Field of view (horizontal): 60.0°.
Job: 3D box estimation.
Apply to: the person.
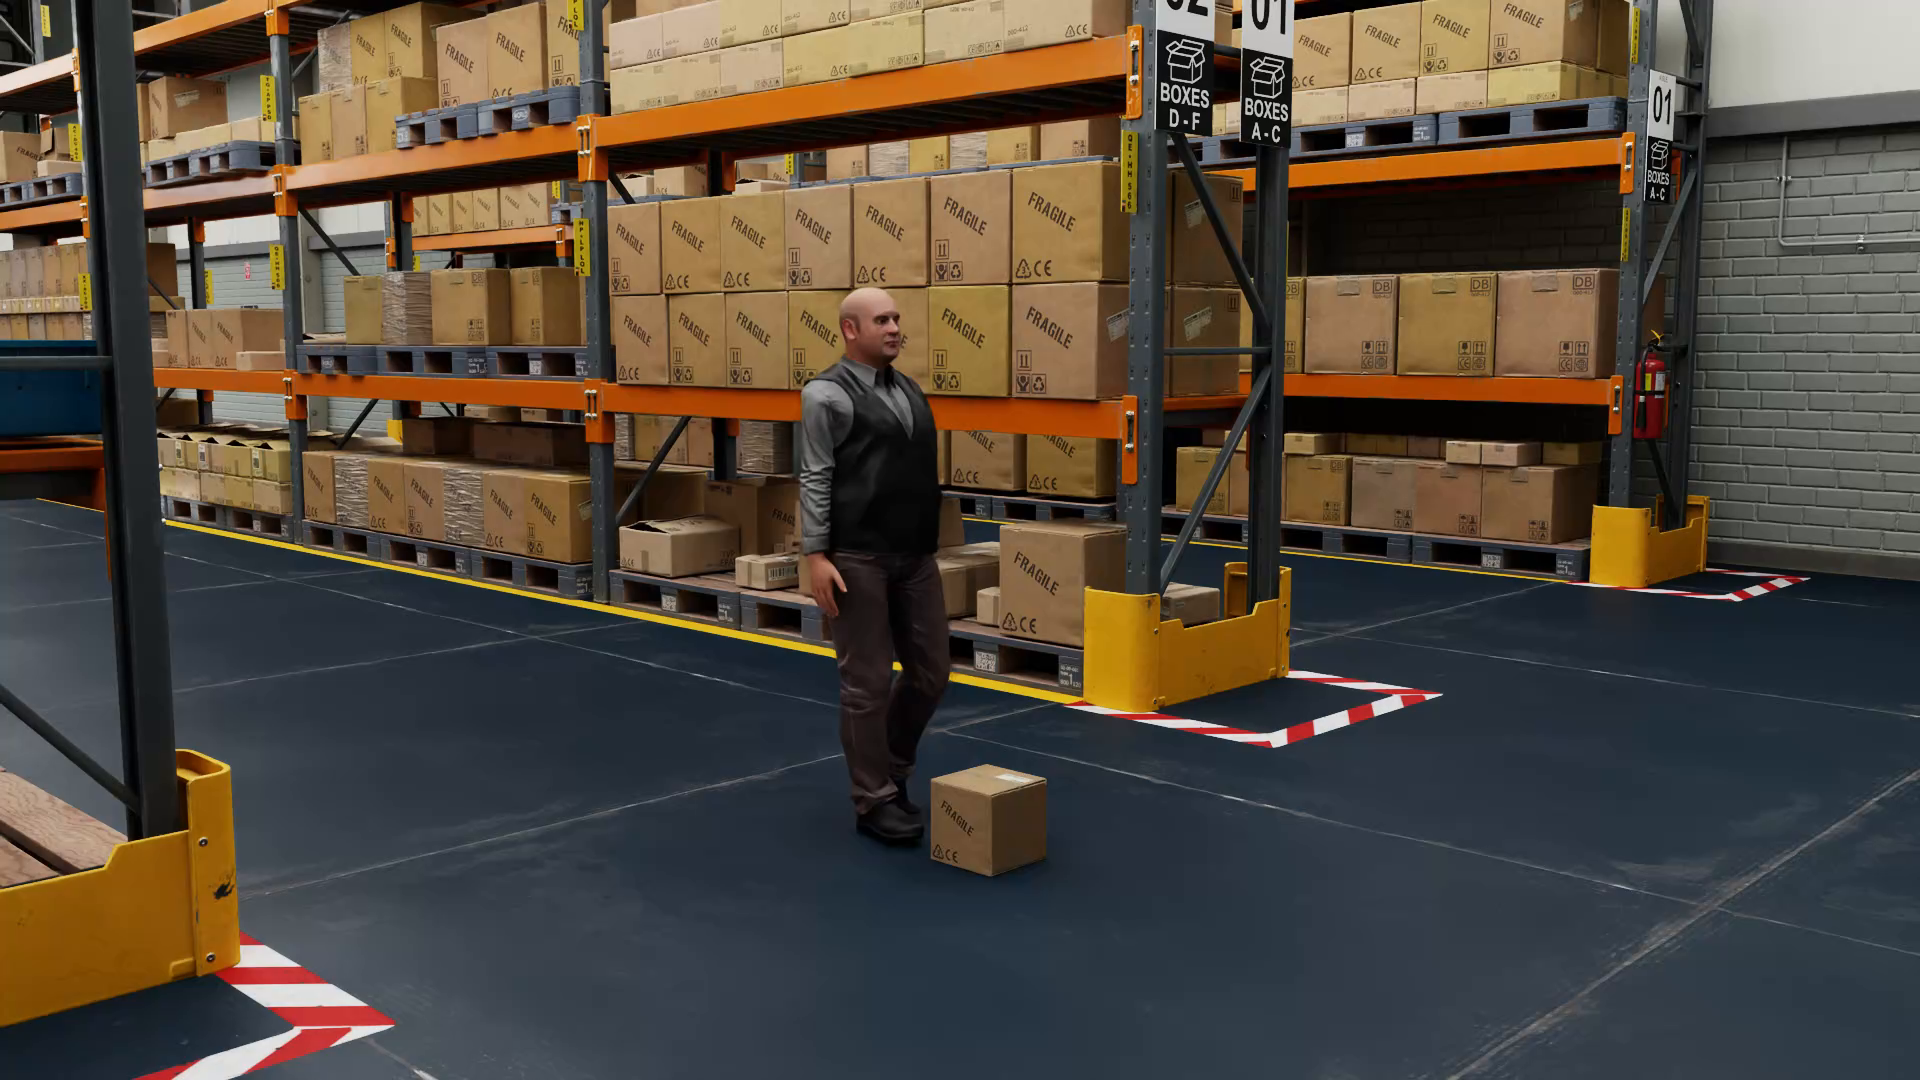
[{"bbox_3d":[-0.265,0.092,5.264,0.513,1.765,0.570,7,10,43],"label":"person"}]
